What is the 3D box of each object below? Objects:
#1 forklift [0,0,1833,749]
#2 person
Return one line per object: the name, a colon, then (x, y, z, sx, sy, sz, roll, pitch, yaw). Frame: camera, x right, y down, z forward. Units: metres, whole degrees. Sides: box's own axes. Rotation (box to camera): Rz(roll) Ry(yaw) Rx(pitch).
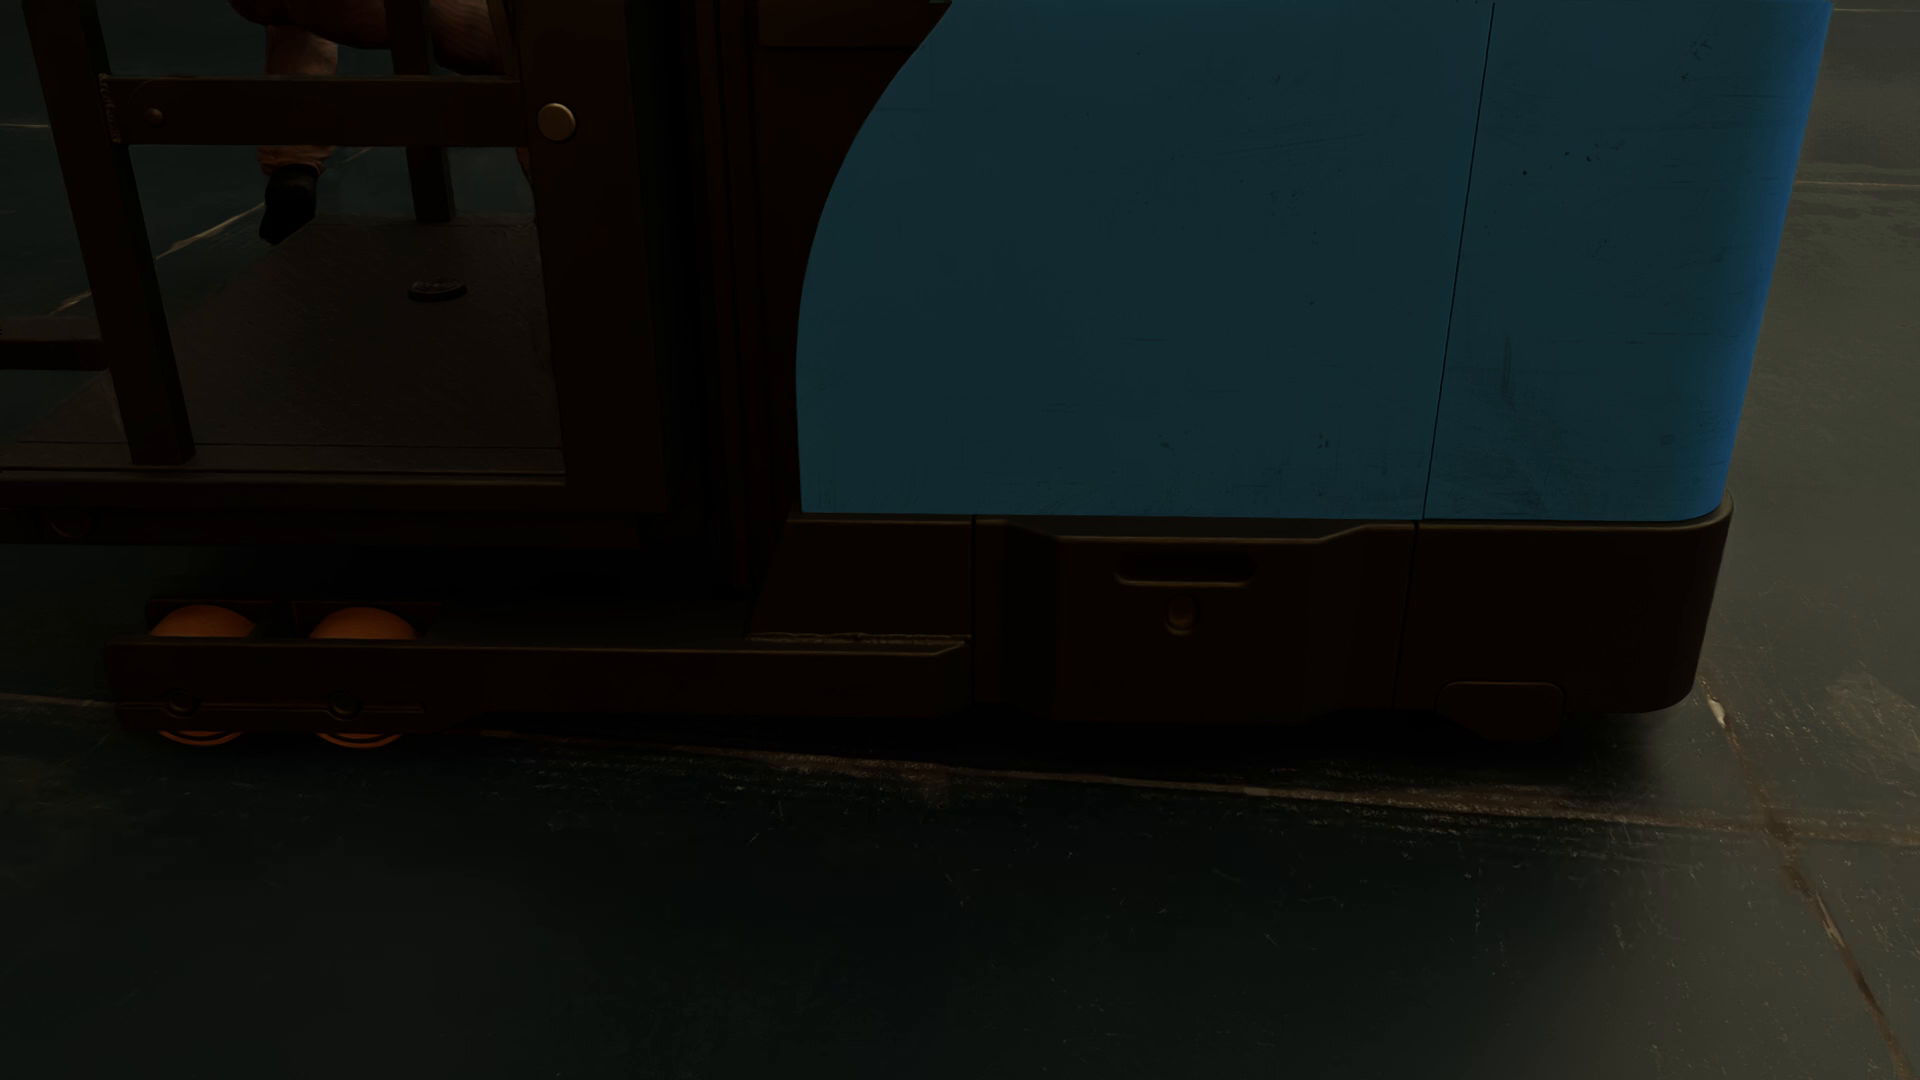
forklift: (-0.617, -1.297, 1.816, 3.031, 2.935, 1.130, 1, 27, 1)
person: (-1.124, -1.196, 3.326, 0.955, 1.386, 0.728, 13, 29, 24)
